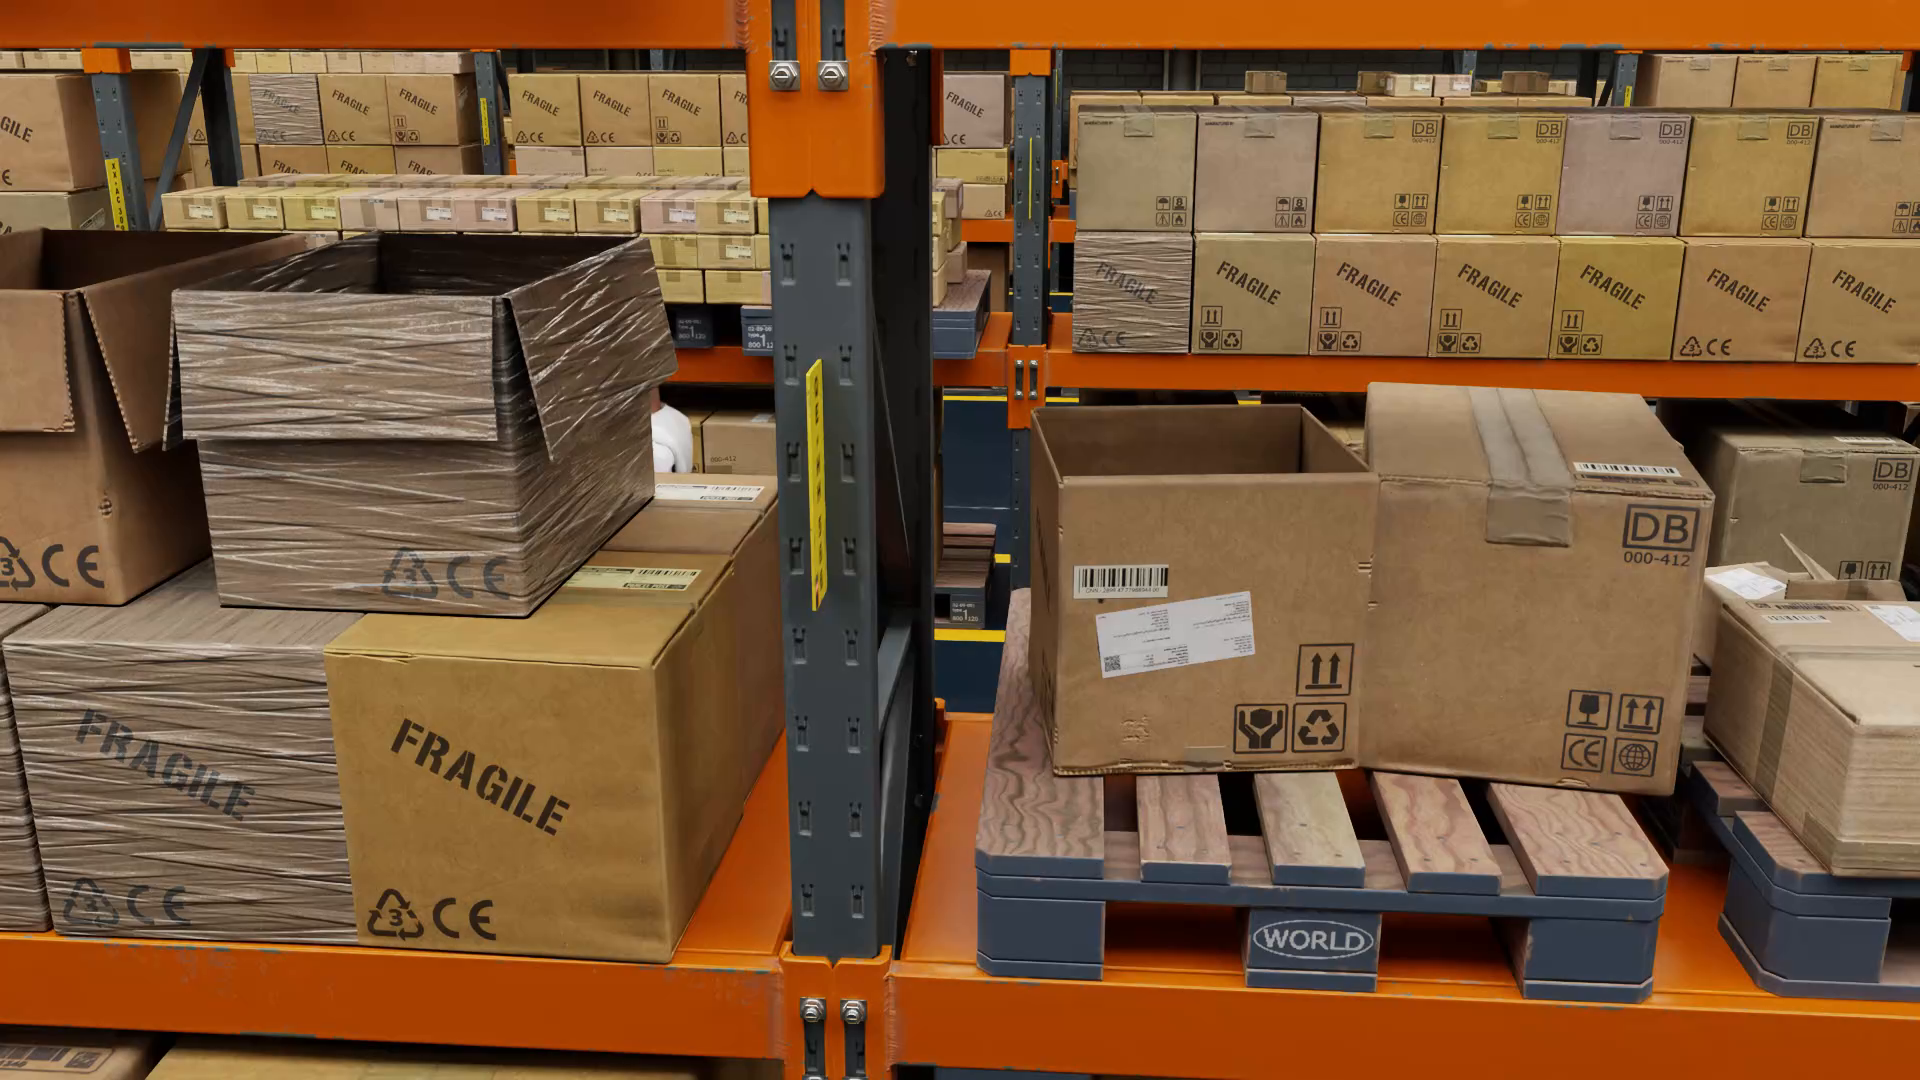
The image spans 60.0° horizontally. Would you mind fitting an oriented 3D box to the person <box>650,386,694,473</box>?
[{"bbox_3d":[-1.059,0.188,5.391,0.509,1.781,0.590,-1,17,-3],"label":"person"}]
